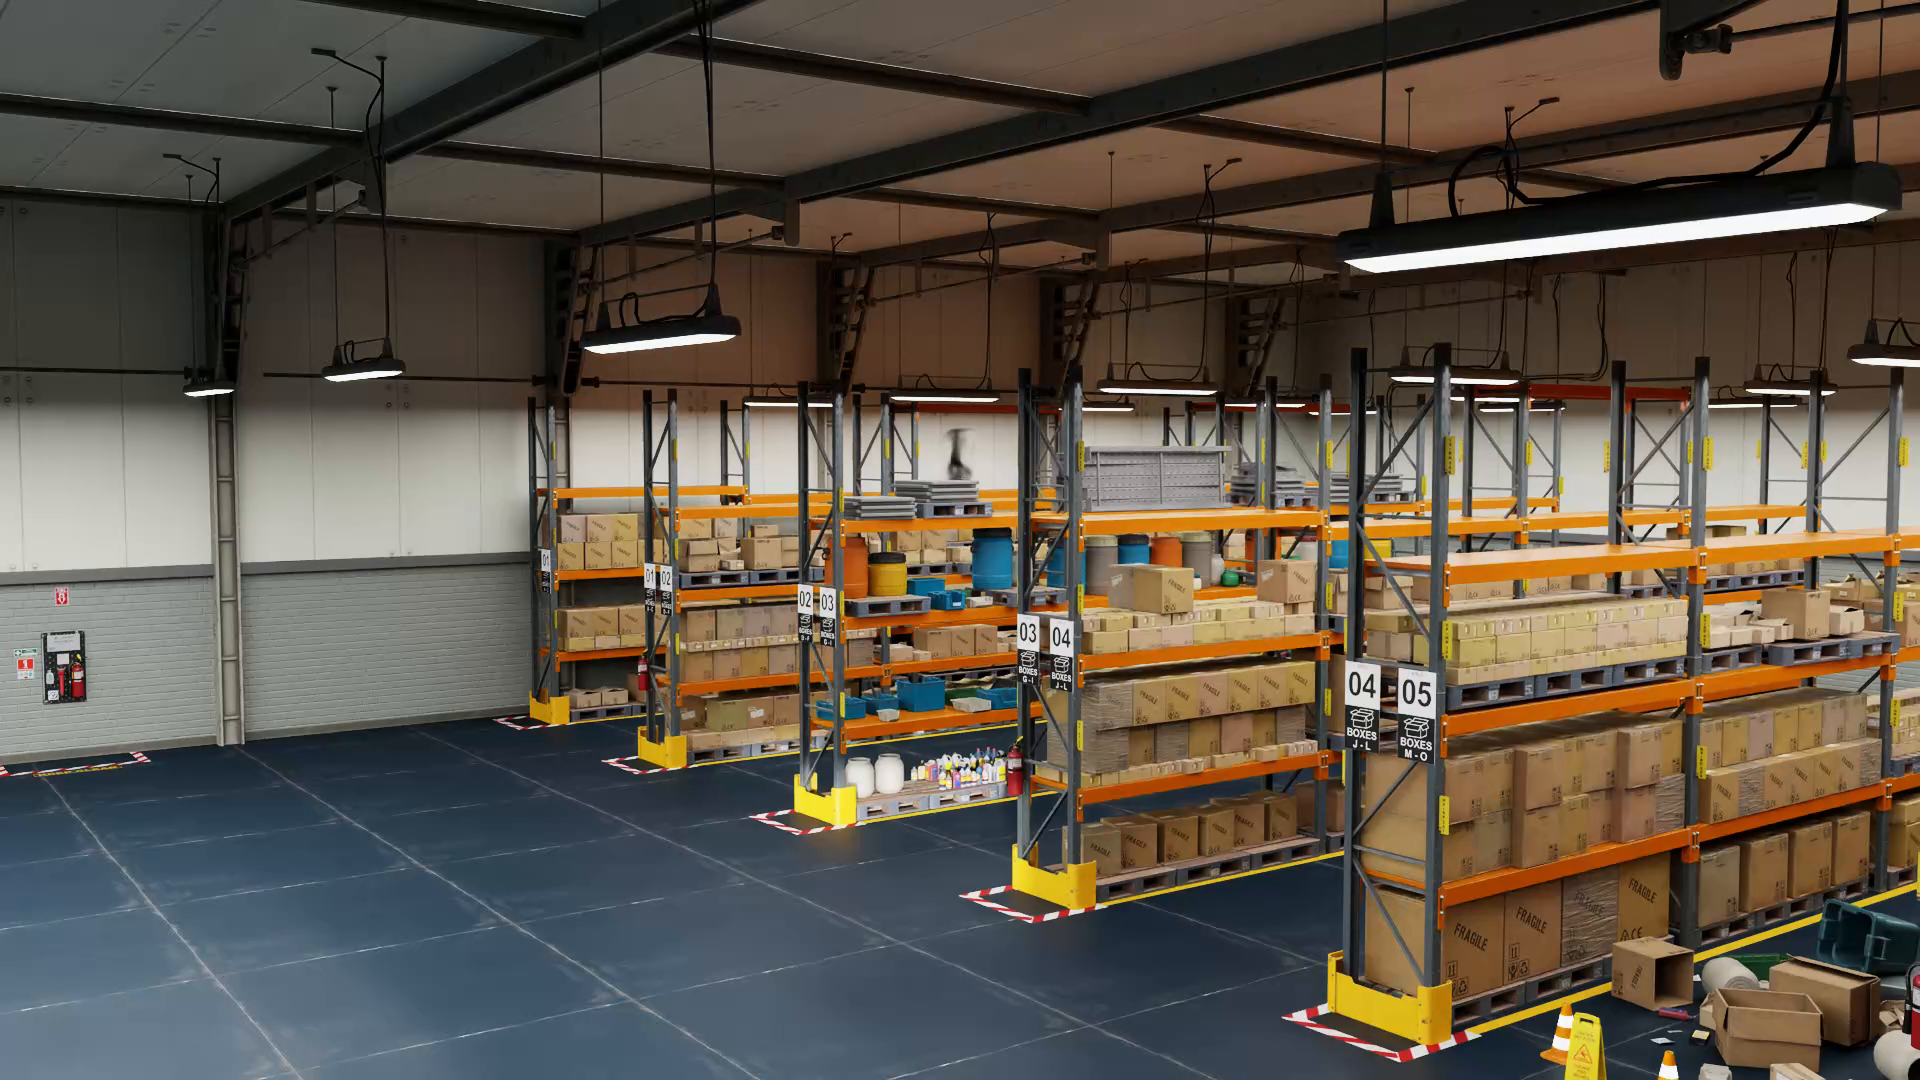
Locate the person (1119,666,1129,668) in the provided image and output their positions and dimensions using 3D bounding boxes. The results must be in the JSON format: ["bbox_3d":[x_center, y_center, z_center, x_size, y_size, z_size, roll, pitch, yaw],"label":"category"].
[{"bbox_3d":[2.861,2.604,29.713,0.644,1.665,0.640,-3,5,-43],"label":"person"}]
